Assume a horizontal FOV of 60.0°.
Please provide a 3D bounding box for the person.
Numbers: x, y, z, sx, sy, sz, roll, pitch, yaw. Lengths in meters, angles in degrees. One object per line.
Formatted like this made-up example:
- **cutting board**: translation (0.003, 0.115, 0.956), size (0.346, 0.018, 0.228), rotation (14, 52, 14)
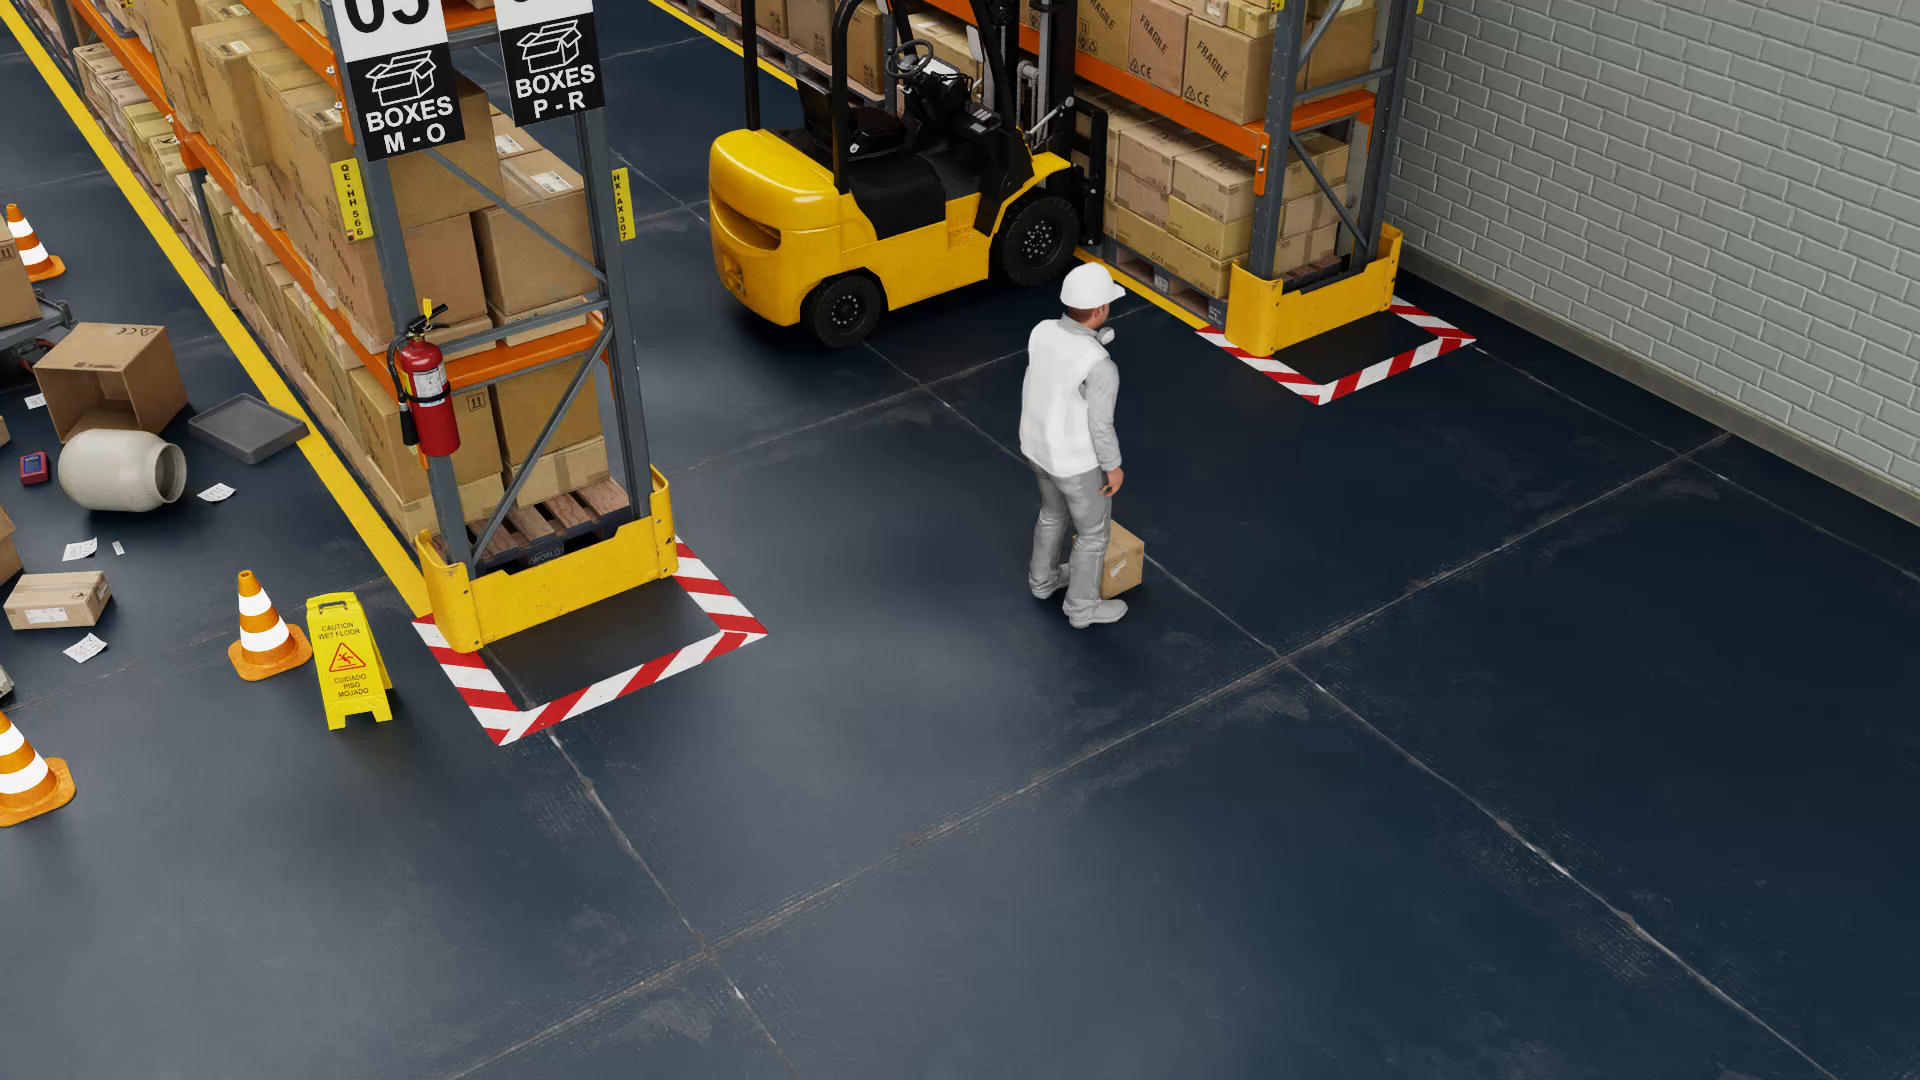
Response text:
- **person**: translation (0.513, -0.421, 7.558), size (0.463, 1.770, 0.578), rotation (-23, 42, -28)
